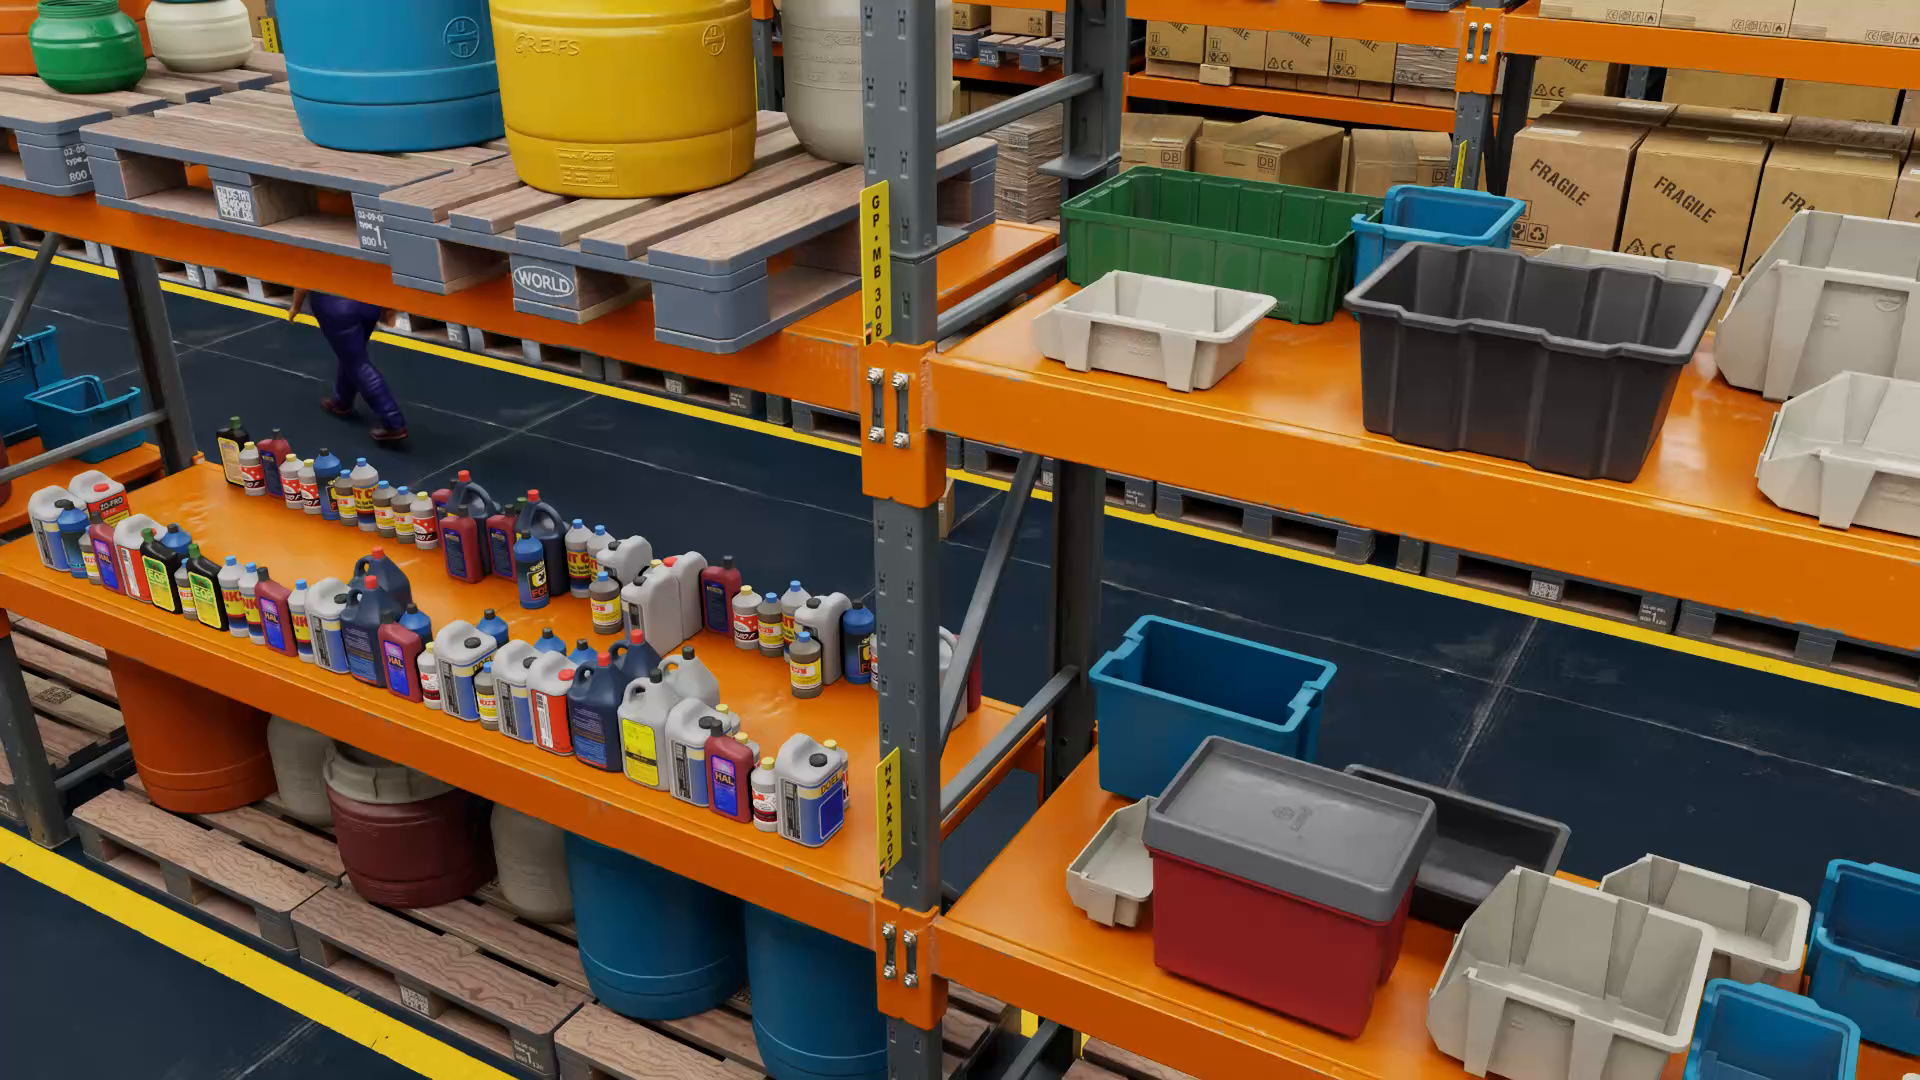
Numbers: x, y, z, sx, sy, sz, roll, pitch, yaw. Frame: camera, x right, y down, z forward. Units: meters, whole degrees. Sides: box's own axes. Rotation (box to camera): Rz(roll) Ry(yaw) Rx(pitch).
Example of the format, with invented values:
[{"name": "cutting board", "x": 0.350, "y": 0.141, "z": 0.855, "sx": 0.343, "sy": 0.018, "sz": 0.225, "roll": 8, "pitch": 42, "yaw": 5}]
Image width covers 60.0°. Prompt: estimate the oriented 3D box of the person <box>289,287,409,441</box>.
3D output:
[{"name": "person", "x": -3.716, "y": -1.411, "z": 9.921, "sx": 0.985, "sy": 1.586, "sz": 0.505, "roll": 16, "pitch": 31, "yaw": 28}]
